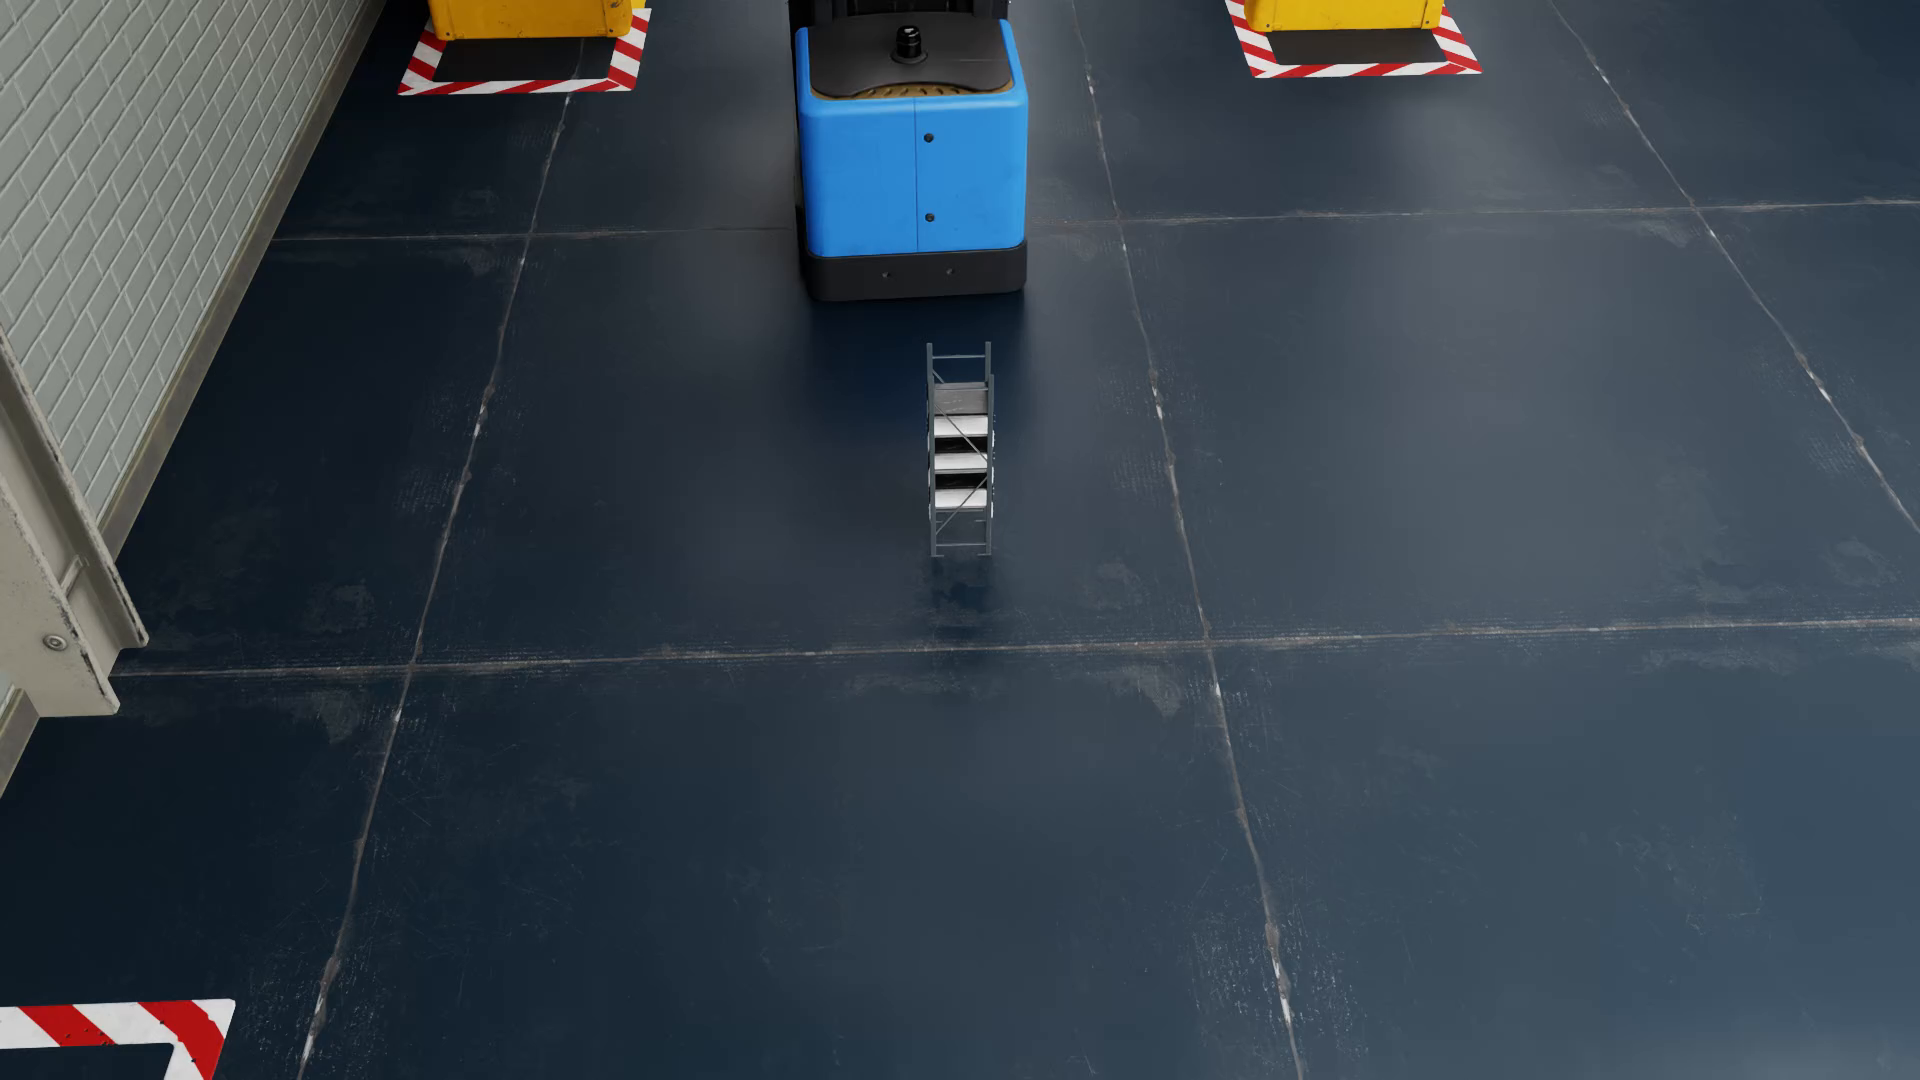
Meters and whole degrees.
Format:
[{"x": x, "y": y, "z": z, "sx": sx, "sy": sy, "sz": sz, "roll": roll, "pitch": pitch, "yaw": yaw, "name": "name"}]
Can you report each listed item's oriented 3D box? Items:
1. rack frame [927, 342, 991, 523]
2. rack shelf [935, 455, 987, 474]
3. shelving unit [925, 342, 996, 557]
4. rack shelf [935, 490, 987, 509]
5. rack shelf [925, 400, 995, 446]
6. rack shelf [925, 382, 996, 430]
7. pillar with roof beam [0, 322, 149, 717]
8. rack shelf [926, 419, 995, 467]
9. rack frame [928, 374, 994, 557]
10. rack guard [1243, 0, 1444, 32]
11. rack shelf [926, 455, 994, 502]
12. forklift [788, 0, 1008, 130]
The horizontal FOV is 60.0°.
[{"x": -0.005, "y": -0.406, "z": 6.527, "sx": 0.240, "sy": 0.900, "sz": 0.006, "roll": -2, "pitch": 43, "yaw": -2, "name": "rack frame"}, {"x": 0.000, "y": -0.328, "z": 6.461, "sx": 0.221, "sy": 0.026, "sz": 0.190, "roll": -2, "pitch": 43, "yaw": -2, "name": "rack shelf"}, {"x": 0.000, "y": -0.337, "z": 6.452, "sx": 0.258, "sy": 0.900, "sz": 0.210, "roll": -2, "pitch": 43, "yaw": -2, "name": "shelving unit"}, {"x": 0.000, "y": -0.195, "z": 6.582, "sx": 0.221, "sy": 0.026, "sz": 0.190, "roll": -2, "pitch": 43, "yaw": -2, "name": "rack shelf"}, {"x": 0.000, "y": -0.445, "z": 6.353, "sx": 0.258, "sy": 0.077, "sz": 0.200, "roll": -2, "pitch": 43, "yaw": -2, "name": "rack shelf"}, {"x": 0.000, "y": -0.512, "z": 6.292, "sx": 0.258, "sy": 0.077, "sz": 0.200, "roll": -2, "pitch": 43, "yaw": -2, "name": "rack shelf"}, {"x": 1.063, "y": -2.935, "z": 3.292, "sx": 9.100, "sy": 9.000, "sz": 0.400, "roll": -2, "pitch": 43, "yaw": -2, "name": "pillar with roof beam"}, {"x": 0.000, "y": -0.379, "z": 6.414, "sx": 0.258, "sy": 0.077, "sz": 0.200, "roll": -2, "pitch": 43, "yaw": -2, "name": "rack shelf"}, {"x": 0.004, "y": -0.269, "z": 6.377, "sx": 0.240, "sy": 0.900, "sz": 0.006, "roll": -2, "pitch": 43, "yaw": -2, "name": "rack frame"}, {"x": 2.351, "y": -3.410, "z": 10.100, "sx": 1.175, "sy": 0.500, "sz": 0.348, "roll": -2, "pitch": 43, "yaw": -2, "name": "rack guard"}, {"x": 0.000, "y": -0.246, "z": 6.535, "sx": 0.258, "sy": 0.077, "sz": 0.200, "roll": -2, "pitch": 43, "yaw": -2, "name": "rack shelf"}, {"x": -0.320, "y": -3.202, "z": 8.074, "sx": 1.110, "sy": 2.935, "sz": 3.031, "roll": -3, "pitch": 43, "yaw": -4, "name": "forklift"}]
